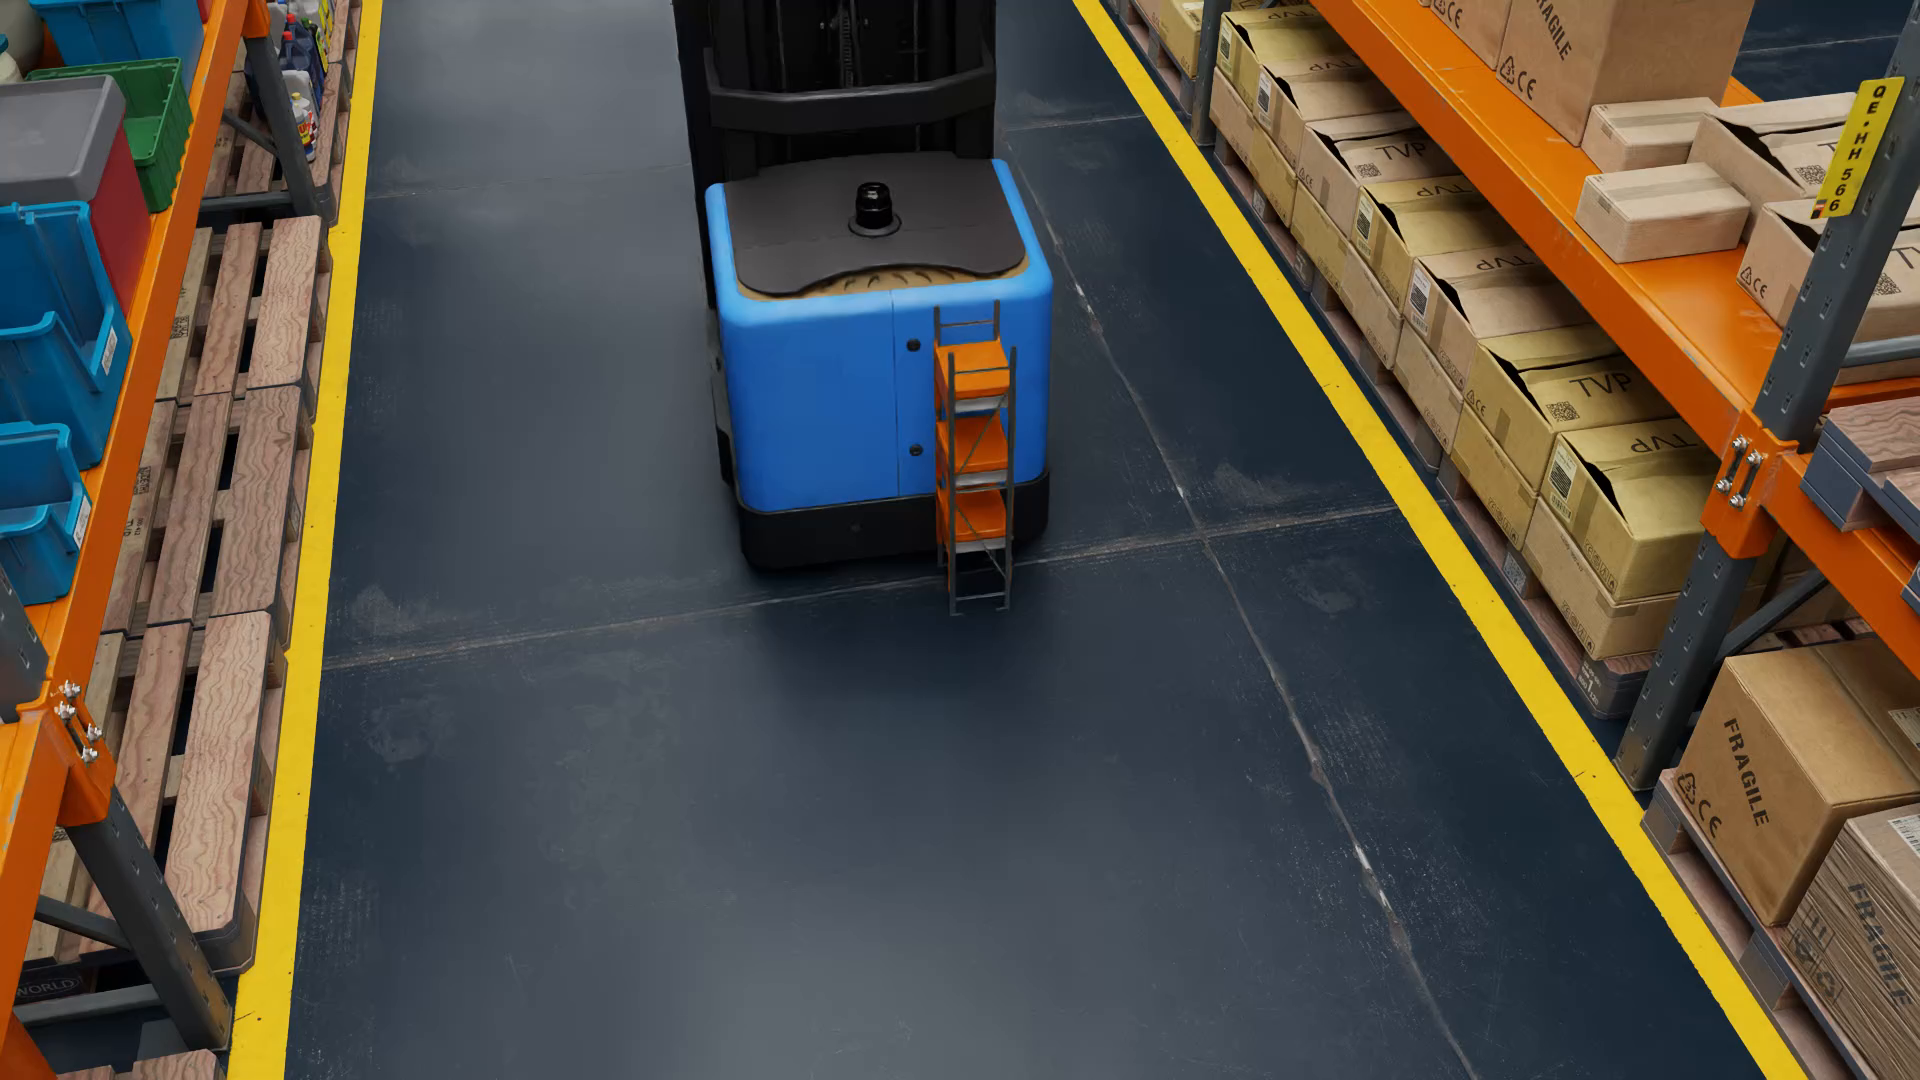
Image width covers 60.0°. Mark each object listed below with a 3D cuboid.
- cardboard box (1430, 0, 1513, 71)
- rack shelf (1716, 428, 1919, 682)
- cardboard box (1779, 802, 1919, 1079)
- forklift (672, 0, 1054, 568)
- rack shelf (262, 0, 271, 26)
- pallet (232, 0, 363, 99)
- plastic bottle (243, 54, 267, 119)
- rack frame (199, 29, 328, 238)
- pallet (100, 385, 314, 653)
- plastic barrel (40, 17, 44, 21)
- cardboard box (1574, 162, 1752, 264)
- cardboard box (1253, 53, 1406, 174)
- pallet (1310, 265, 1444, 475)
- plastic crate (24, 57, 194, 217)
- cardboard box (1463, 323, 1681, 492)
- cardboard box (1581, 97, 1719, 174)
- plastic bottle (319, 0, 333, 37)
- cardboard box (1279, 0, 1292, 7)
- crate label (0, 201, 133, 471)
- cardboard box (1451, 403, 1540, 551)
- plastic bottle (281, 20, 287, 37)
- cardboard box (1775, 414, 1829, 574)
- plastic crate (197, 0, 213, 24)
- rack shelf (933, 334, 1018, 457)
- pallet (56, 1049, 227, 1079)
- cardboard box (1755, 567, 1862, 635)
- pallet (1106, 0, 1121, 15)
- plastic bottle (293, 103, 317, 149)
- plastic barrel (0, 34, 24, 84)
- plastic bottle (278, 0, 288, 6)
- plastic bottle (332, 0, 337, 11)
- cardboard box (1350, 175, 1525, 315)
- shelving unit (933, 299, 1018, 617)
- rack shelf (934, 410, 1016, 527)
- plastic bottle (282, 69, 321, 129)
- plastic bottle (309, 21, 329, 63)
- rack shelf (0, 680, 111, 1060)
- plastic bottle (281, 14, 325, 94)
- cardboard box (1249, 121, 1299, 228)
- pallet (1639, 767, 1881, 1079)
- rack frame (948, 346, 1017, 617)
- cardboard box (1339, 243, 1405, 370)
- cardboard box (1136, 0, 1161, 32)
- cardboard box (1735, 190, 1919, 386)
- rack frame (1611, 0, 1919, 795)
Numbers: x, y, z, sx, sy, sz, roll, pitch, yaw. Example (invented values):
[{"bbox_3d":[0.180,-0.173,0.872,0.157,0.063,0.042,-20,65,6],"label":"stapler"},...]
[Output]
[{"bbox_3d":[1.967,-1.947,5.609,0.500,0.500,0.500,-8,42,-9],"label":"cardboard box"},{"bbox_3d":[2.890,1.082,2.813,1.077,0.370,4.000,-8,42,-9],"label":"rack shelf"},{"bbox_3d":[2.396,0.962,3.959,0.500,0.500,0.500,-10,43,-11],"label":"cardboard box"},{"bbox_3d":[-0.464,-1.986,5.780,1.130,2.935,3.031,-7,42,-8],"label":"forklift"},{"bbox_3d":[-3.674,-3.396,7.858,1.077,0.370,4.000,-8,42,-9],"label":"rack shelf"},{"bbox_3d":[-3.613,-2.560,8.474,1.003,0.211,1.213,-8,42,-9],"label":"pallet"},{"bbox_3d":[-3.152,-2.105,7.525,0.144,0.351,0.185,-8,42,-9],"label":"plastic bottle"},{"bbox_3d":[-3.242,-2.369,6.159,1.000,3.000,0.127,-8,42,-9],"label":"rack frame"},{"bbox_3d":[-2.768,-0.030,5.625,1.003,0.211,1.213,-8,42,-9],"label":"pallet"},{"bbox_3d":[-3.455,-2.262,5.662,0.600,0.901,0.708,-8,42,-9],"label":"plastic barrel"},{"bbox_3d":[1.994,-0.933,4.730,0.380,0.149,0.250,-8,42,-9],"label":"cardboard box"},{"bbox_3d":[1.544,-1.786,6.835,0.500,0.311,0.500,-9,42,-10],"label":"cardboard box"},{"bbox_3d":[2.059,-0.769,6.457,1.003,0.211,1.213,-8,42,-9],"label":"pallet"},{"bbox_3d":[-2.591,-1.201,5.003,0.450,0.188,0.662,-8,42,-9],"label":"plastic crate"},{"bbox_3d":[1.986,-0.462,5.343,0.500,0.311,0.500,-9,42,-10],"label":"cardboard box"},{"bbox_3d":[2.128,-1.208,5.040,0.380,0.149,0.250,-5,42,-6],"label":"cardboard box"},{"bbox_3d":[-3.184,-2.644,8.133,0.144,0.351,0.185,-7,42,-8],"label":"plastic bottle"},{"bbox_3d":[1.791,-2.549,8.117,0.500,0.250,0.500,-8,42,-9],"label":"cardboard box"},{"bbox_3d":[-2.329,-0.472,3.995,0.502,0.435,0.616,-8,42,-9],"label":"crate label"},{"bbox_3d":[1.992,-0.252,5.529,0.500,0.250,0.500,-9,42,-10],"label":"cardboard box"},{"bbox_3d":[-3.120,-2.308,7.814,0.097,0.271,0.097,0,42,0],"label":"plastic bottle"},{"bbox_3d":[2.632,-0.203,5.052,0.500,0.311,0.500,-7,42,-8],"label":"cardboard box"},{"bbox_3d":[-2.839,-2.123,5.834,0.402,0.464,0.583,-8,42,-9],"label":"plastic crate"},{"bbox_3d":[0.044,-0.438,5.041,0.215,0.259,0.240,-7,42,-8],"label":"rack shelf"},{"bbox_3d":[-2.168,1.772,3.595,1.003,0.211,1.213,-8,42,-9],"label":"pallet"},{"bbox_3d":[2.632,0.006,5.238,0.500,0.250,0.500,-8,42,-9],"label":"cardboard box"},{"bbox_3d":[1.197,-3.347,9.362,1.003,0.211,1.213,-8,42,-9],"label":"pallet"},{"bbox_3d":[-2.905,-1.822,7.320,0.097,0.201,0.097,0,42,0],"label":"plastic bottle"},{"bbox_3d":[-3.107,-1.437,5.214,0.301,0.262,0.301,0,42,0],"label":"plastic barrel"},{"bbox_3d":[-3.293,-2.542,8.131,0.097,0.201,0.097,0,42,0],"label":"plastic bottle"},{"bbox_3d":[-3.254,-2.813,8.379,0.152,0.276,0.135,-8,42,-9],"label":"plastic bottle"},{"bbox_3d":[1.774,-1.115,6.079,0.500,0.311,0.500,-7,42,-8],"label":"cardboard box"},{"bbox_3d":[0.044,-0.234,5.223,0.215,1.050,0.252,-7,42,-8],"label":"shelving unit"},{"bbox_3d":[0.044,-0.226,5.230,0.215,0.259,0.240,-7,42,-8],"label":"rack shelf"},{"bbox_3d":[-2.980,-1.990,7.452,0.152,0.276,0.135,-7,42,-8],"label":"plastic bottle"},{"bbox_3d":[-3.090,-2.379,7.947,0.097,0.201,0.097,0,42,0],"label":"plastic bottle"},{"bbox_3d":[-1.947,1.790,2.016,1.077,0.370,4.000,-8,42,-9],"label":"rack shelf"},{"bbox_3d":[-3.052,-2.248,7.687,0.144,0.351,0.185,-10,43,-11],"label":"plastic bottle"},{"bbox_3d":[1.549,-1.576,7.021,0.500,0.250,0.500,-7,42,-8],"label":"cardboard box"},{"bbox_3d":[2.583,1.049,4.409,1.003,0.211,1.213,-8,42,-9],"label":"pallet"},{"bbox_3d":[0.065,-0.154,5.133,0.200,1.050,0.008,-7,42,-8],"label":"rack frame"},{"bbox_3d":[1.773,-0.911,6.272,0.500,0.250,0.500,-8,42,-8],"label":"cardboard box"},{"bbox_3d":[1.183,-2.800,8.399,0.500,0.250,0.500,-8,42,-9],"label":"cardboard box"},{"bbox_3d":[2.423,-0.692,4.337,0.500,0.311,0.500,-6,42,-7],"label":"cardboard box"},{"bbox_3d":[2.458,-0.483,4.035,1.000,3.000,0.127,-8,42,-9],"label":"rack frame"}]
